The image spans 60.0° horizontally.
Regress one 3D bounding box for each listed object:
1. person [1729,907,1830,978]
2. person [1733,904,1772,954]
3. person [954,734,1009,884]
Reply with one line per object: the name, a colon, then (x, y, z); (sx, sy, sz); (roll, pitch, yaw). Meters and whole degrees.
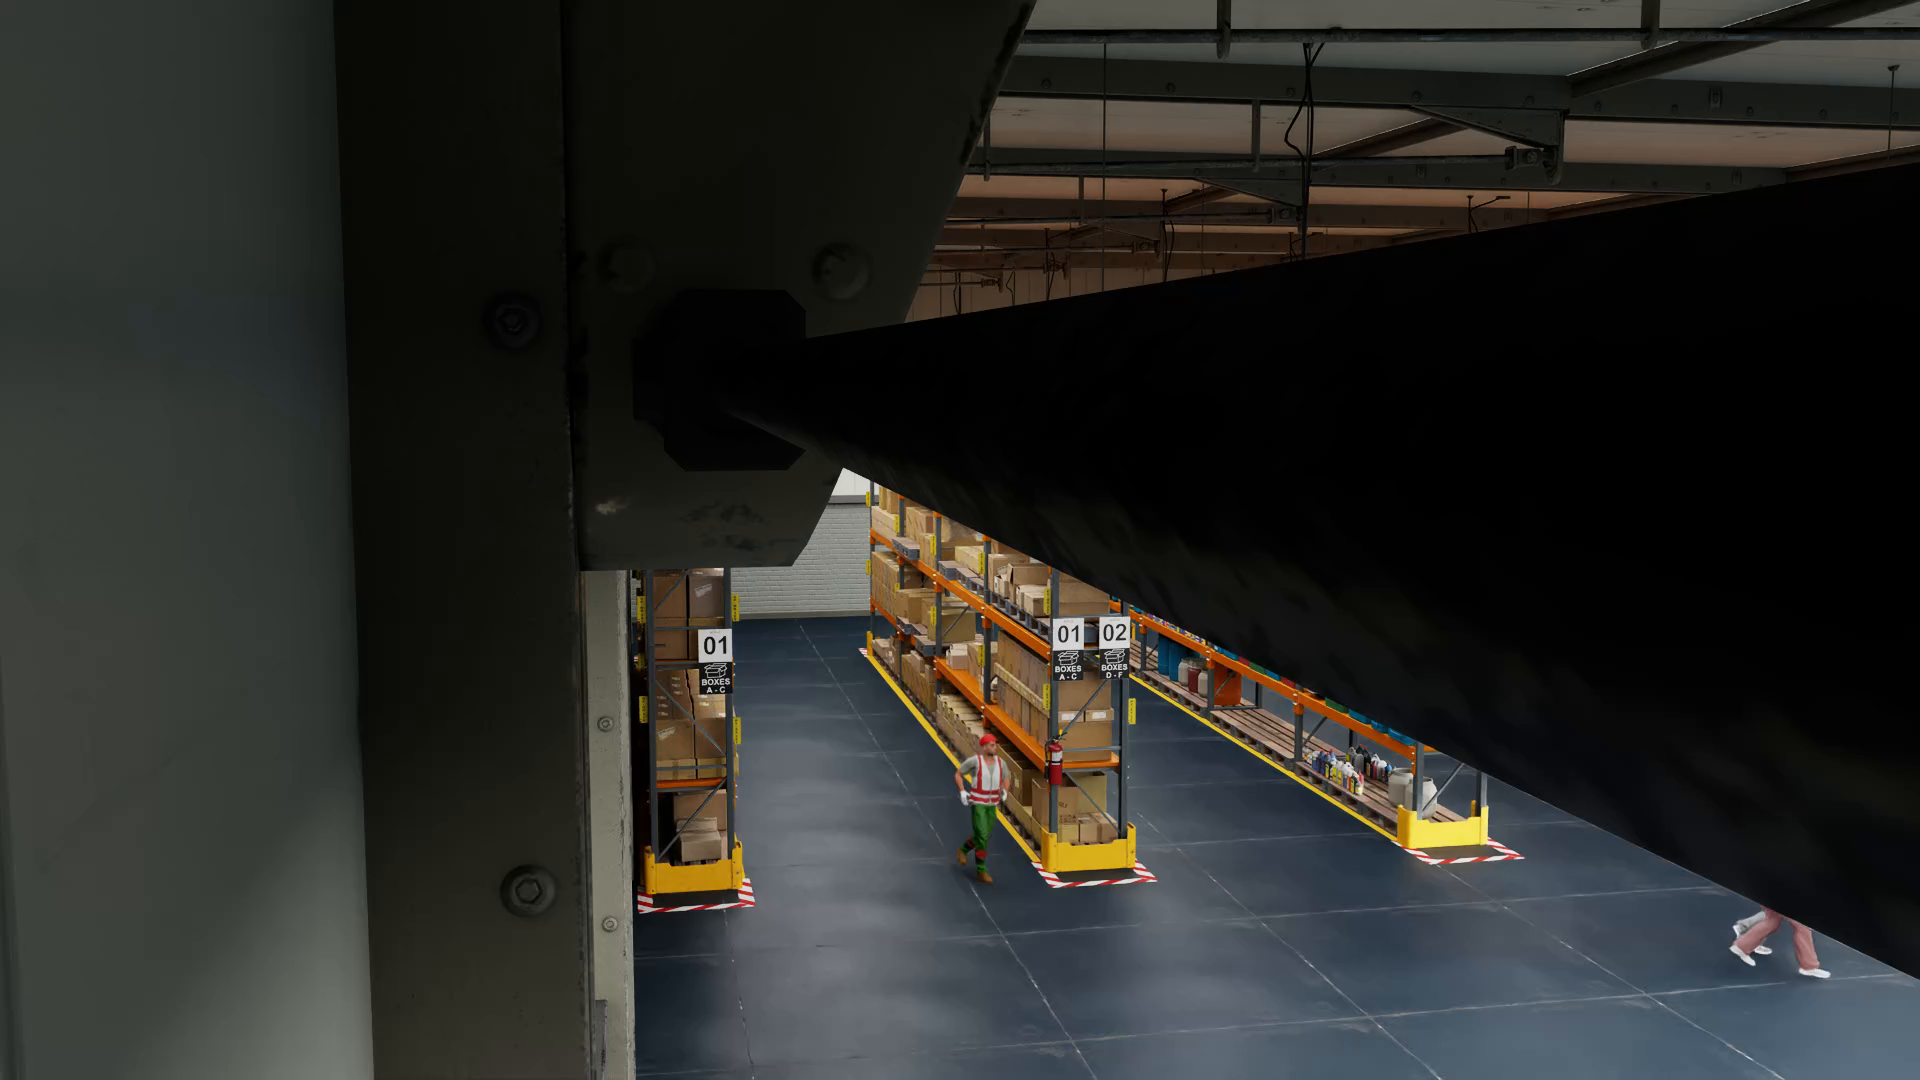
person: (8.520, 3.678, 17.210); (0.968, 1.657, 0.571); (1, 6, 7)
person: (8.600, 3.694, 17.909); (0.494, 1.564, 0.534); (1, 6, 12)
person: (0.298, 3.294, 20.723); (0.700, 1.779, 0.841); (-4, 7, -32)
